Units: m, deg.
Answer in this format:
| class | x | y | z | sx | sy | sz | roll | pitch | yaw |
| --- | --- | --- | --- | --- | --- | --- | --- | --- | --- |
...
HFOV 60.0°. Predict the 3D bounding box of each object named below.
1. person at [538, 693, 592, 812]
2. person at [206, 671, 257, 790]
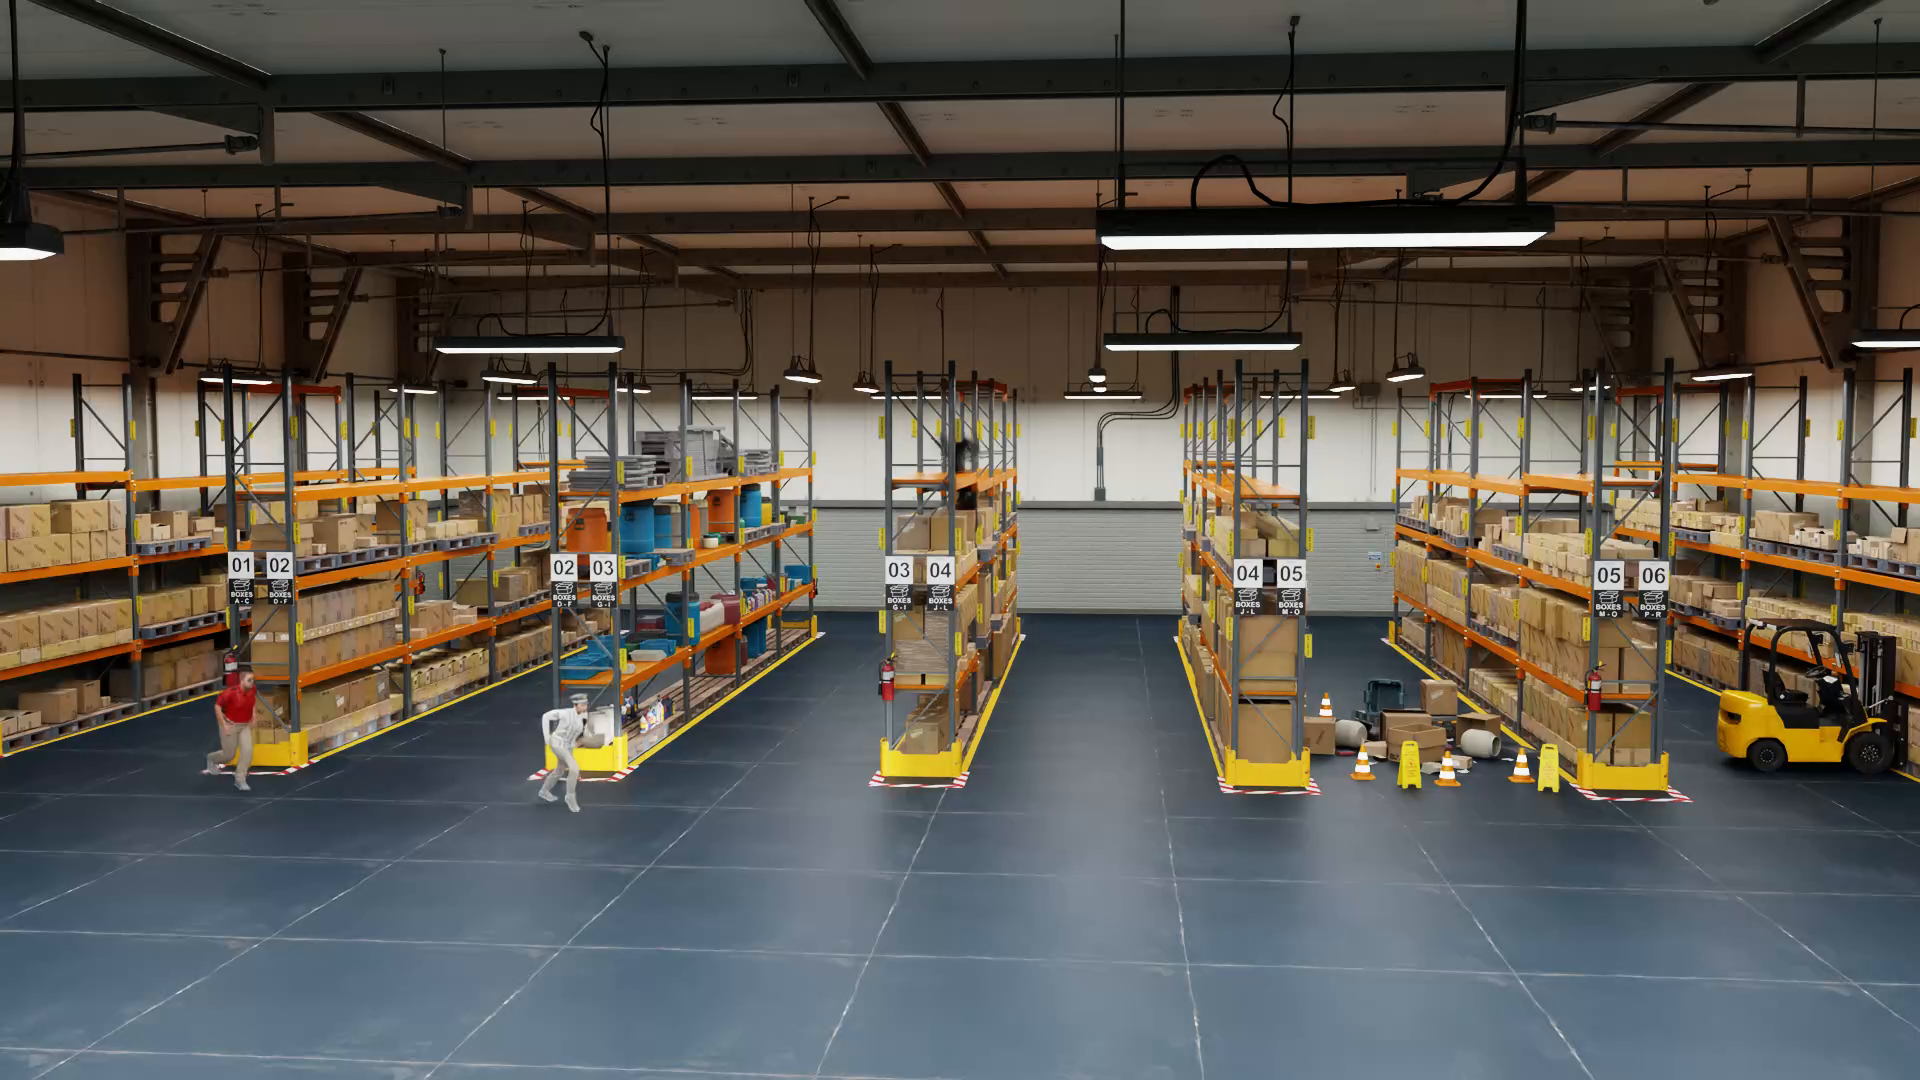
| class | x | y | z | sx | sy | sz | roll | pitch | yaw |
| --- | --- | --- | --- | --- | --- | --- | --- | --- | --- |
| person | -5.262 | 2.801 | 21.972 | 0.939 | 1.607 | 0.663 | 2 | 4 | 33 |
| person | -10.246 | 2.665 | 23.381 | 0.911 | 1.688 | 0.668 | 2 | 4 | 25 |
